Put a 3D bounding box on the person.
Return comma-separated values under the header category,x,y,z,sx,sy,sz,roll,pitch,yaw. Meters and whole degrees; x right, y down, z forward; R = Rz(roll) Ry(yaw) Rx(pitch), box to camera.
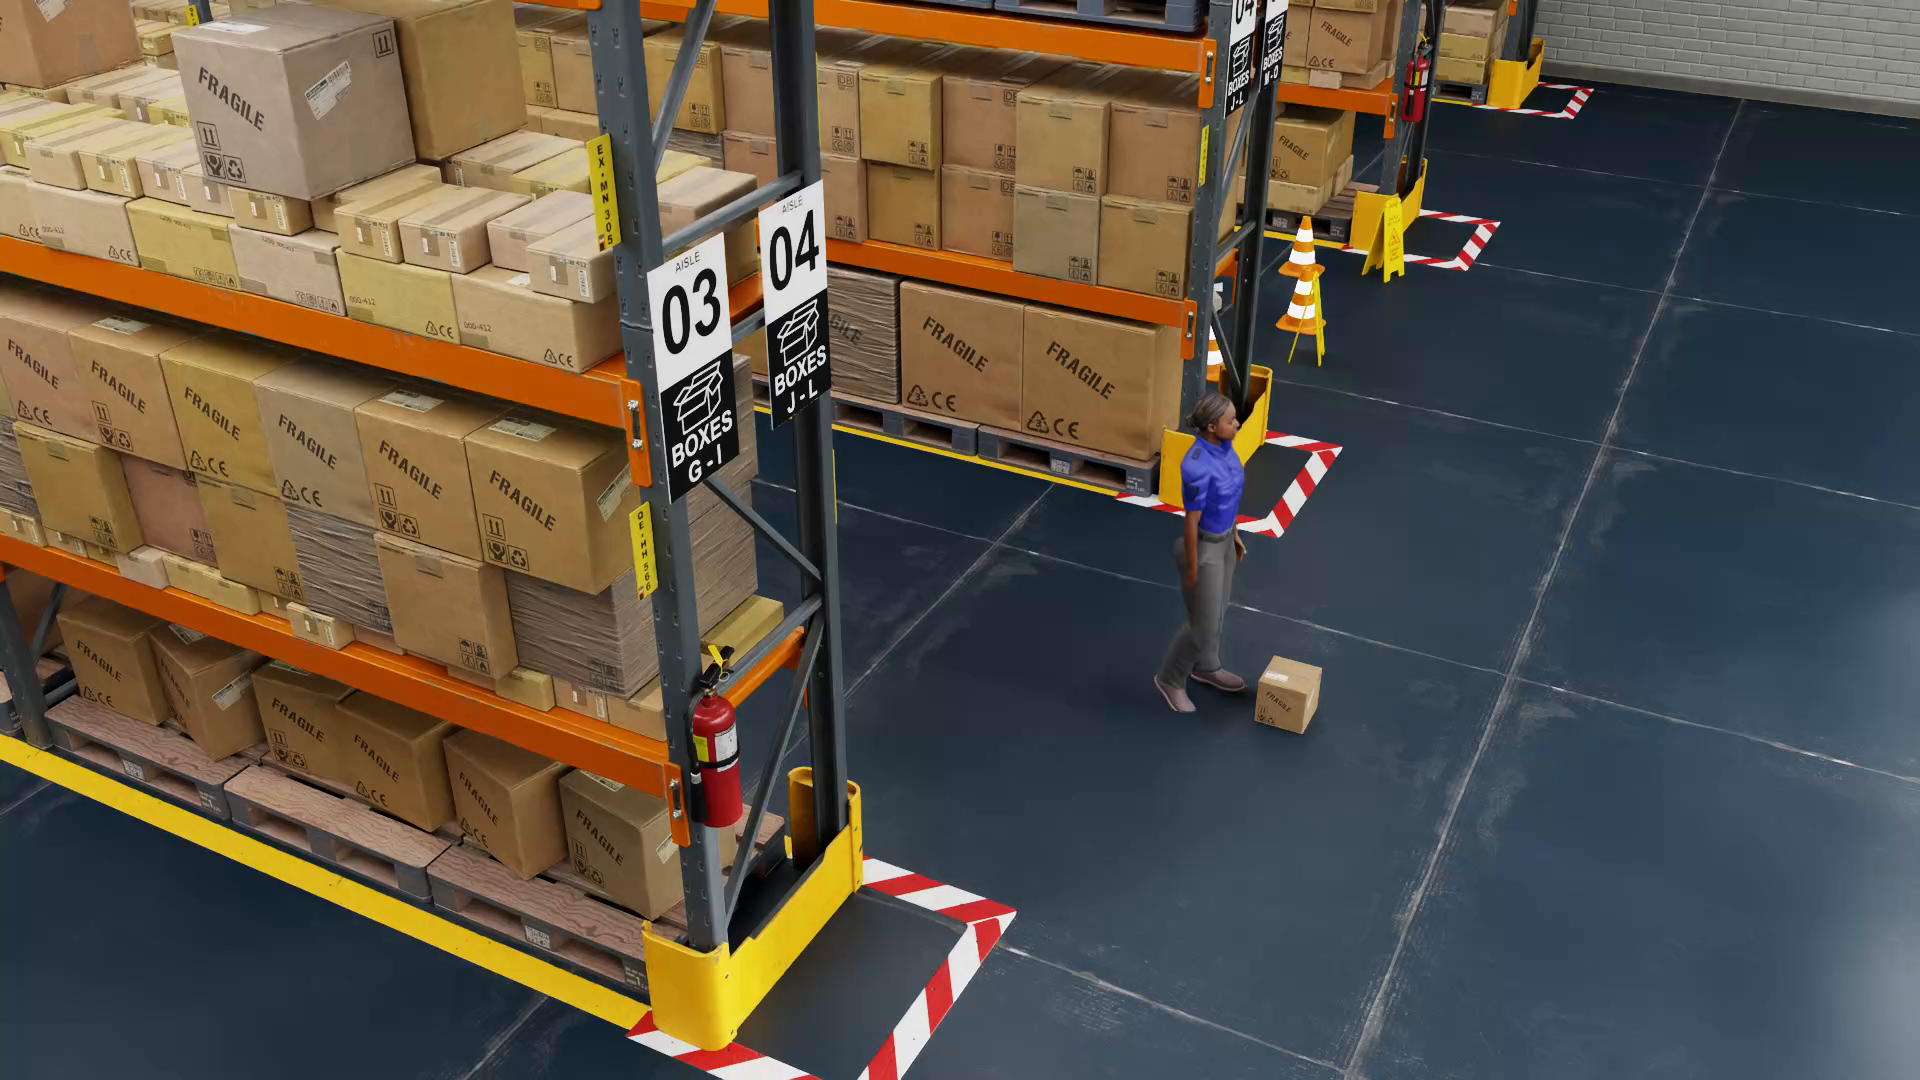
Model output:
category,x,y,z,sx,sy,sz,roll,pitch,yaw
person,1.237,0.082,8.201,0.379,1.729,0.471,15,33,24
